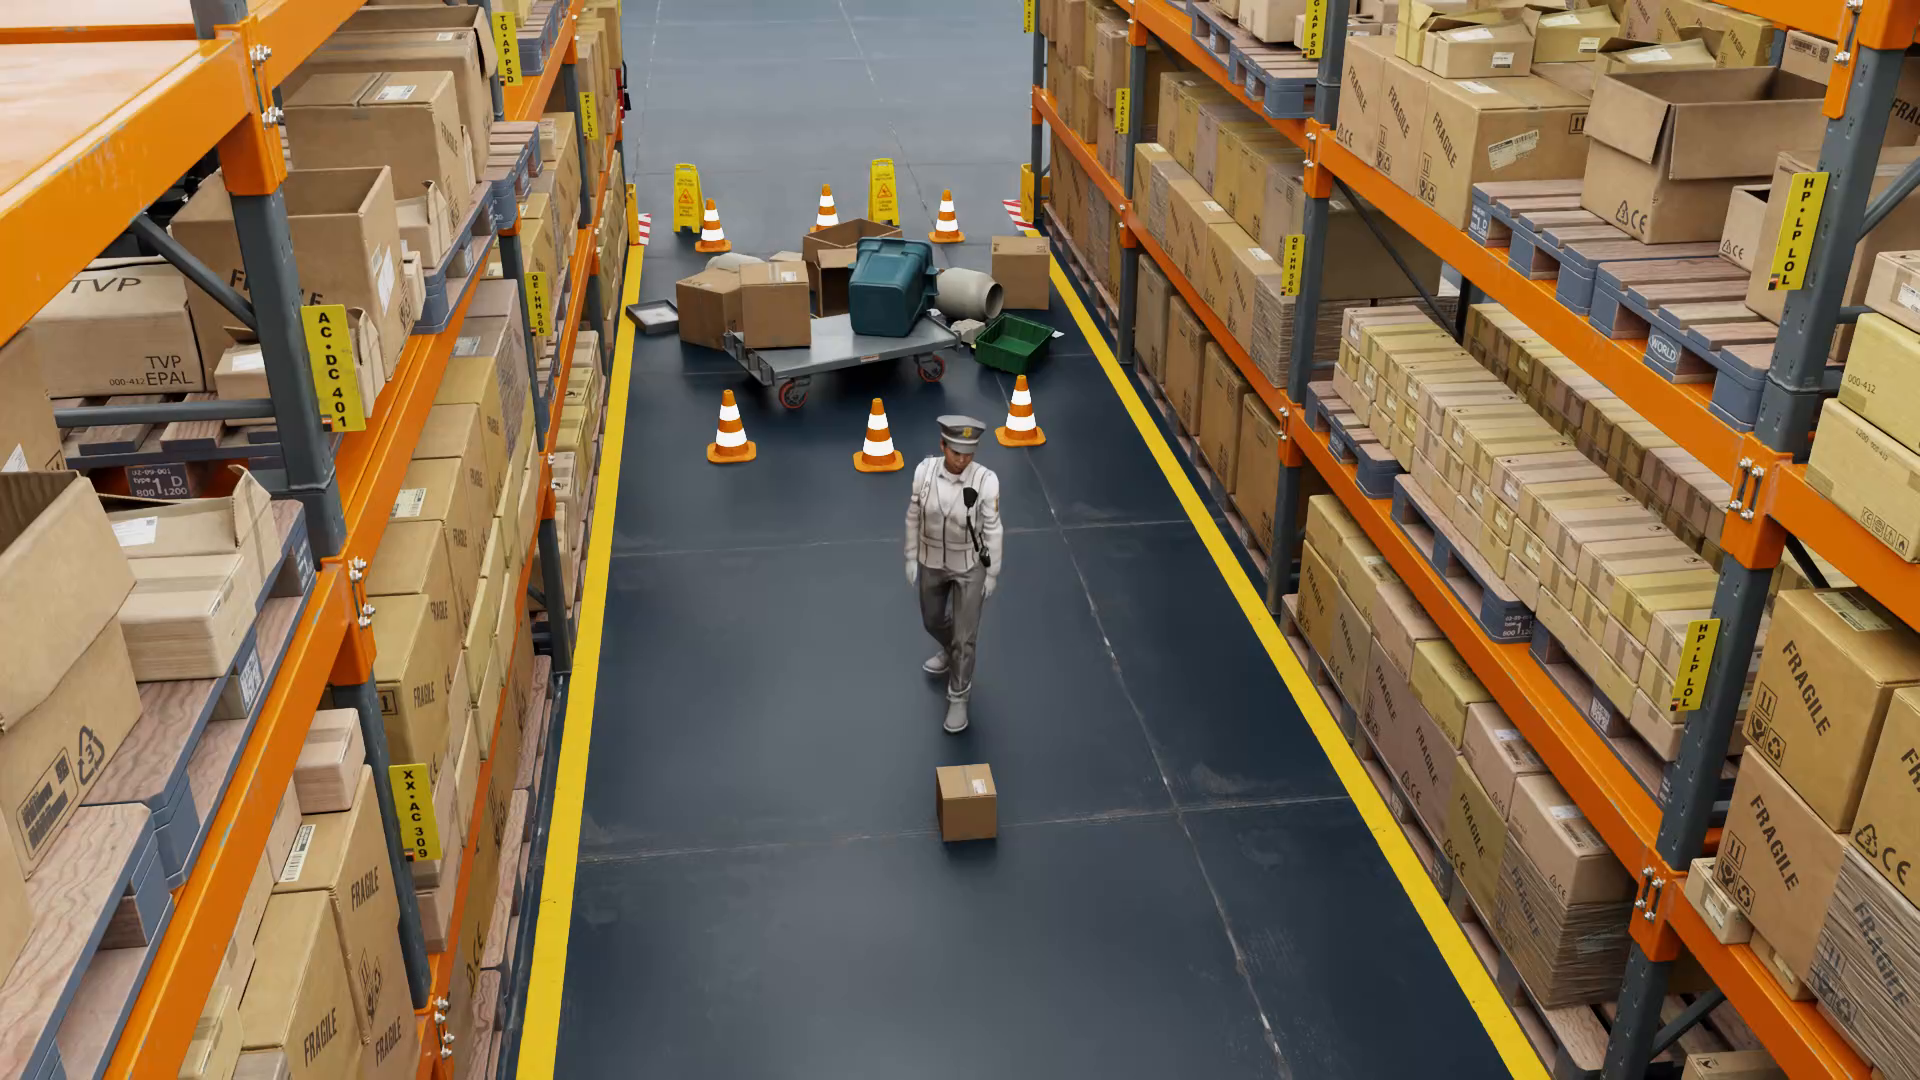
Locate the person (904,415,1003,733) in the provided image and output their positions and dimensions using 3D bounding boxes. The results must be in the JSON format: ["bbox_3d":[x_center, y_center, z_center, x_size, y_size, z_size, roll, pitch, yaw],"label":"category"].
[{"bbox_3d":[-0.017,0.100,8.405,0.501,1.665,0.653,9,29,17],"label":"person"}]
